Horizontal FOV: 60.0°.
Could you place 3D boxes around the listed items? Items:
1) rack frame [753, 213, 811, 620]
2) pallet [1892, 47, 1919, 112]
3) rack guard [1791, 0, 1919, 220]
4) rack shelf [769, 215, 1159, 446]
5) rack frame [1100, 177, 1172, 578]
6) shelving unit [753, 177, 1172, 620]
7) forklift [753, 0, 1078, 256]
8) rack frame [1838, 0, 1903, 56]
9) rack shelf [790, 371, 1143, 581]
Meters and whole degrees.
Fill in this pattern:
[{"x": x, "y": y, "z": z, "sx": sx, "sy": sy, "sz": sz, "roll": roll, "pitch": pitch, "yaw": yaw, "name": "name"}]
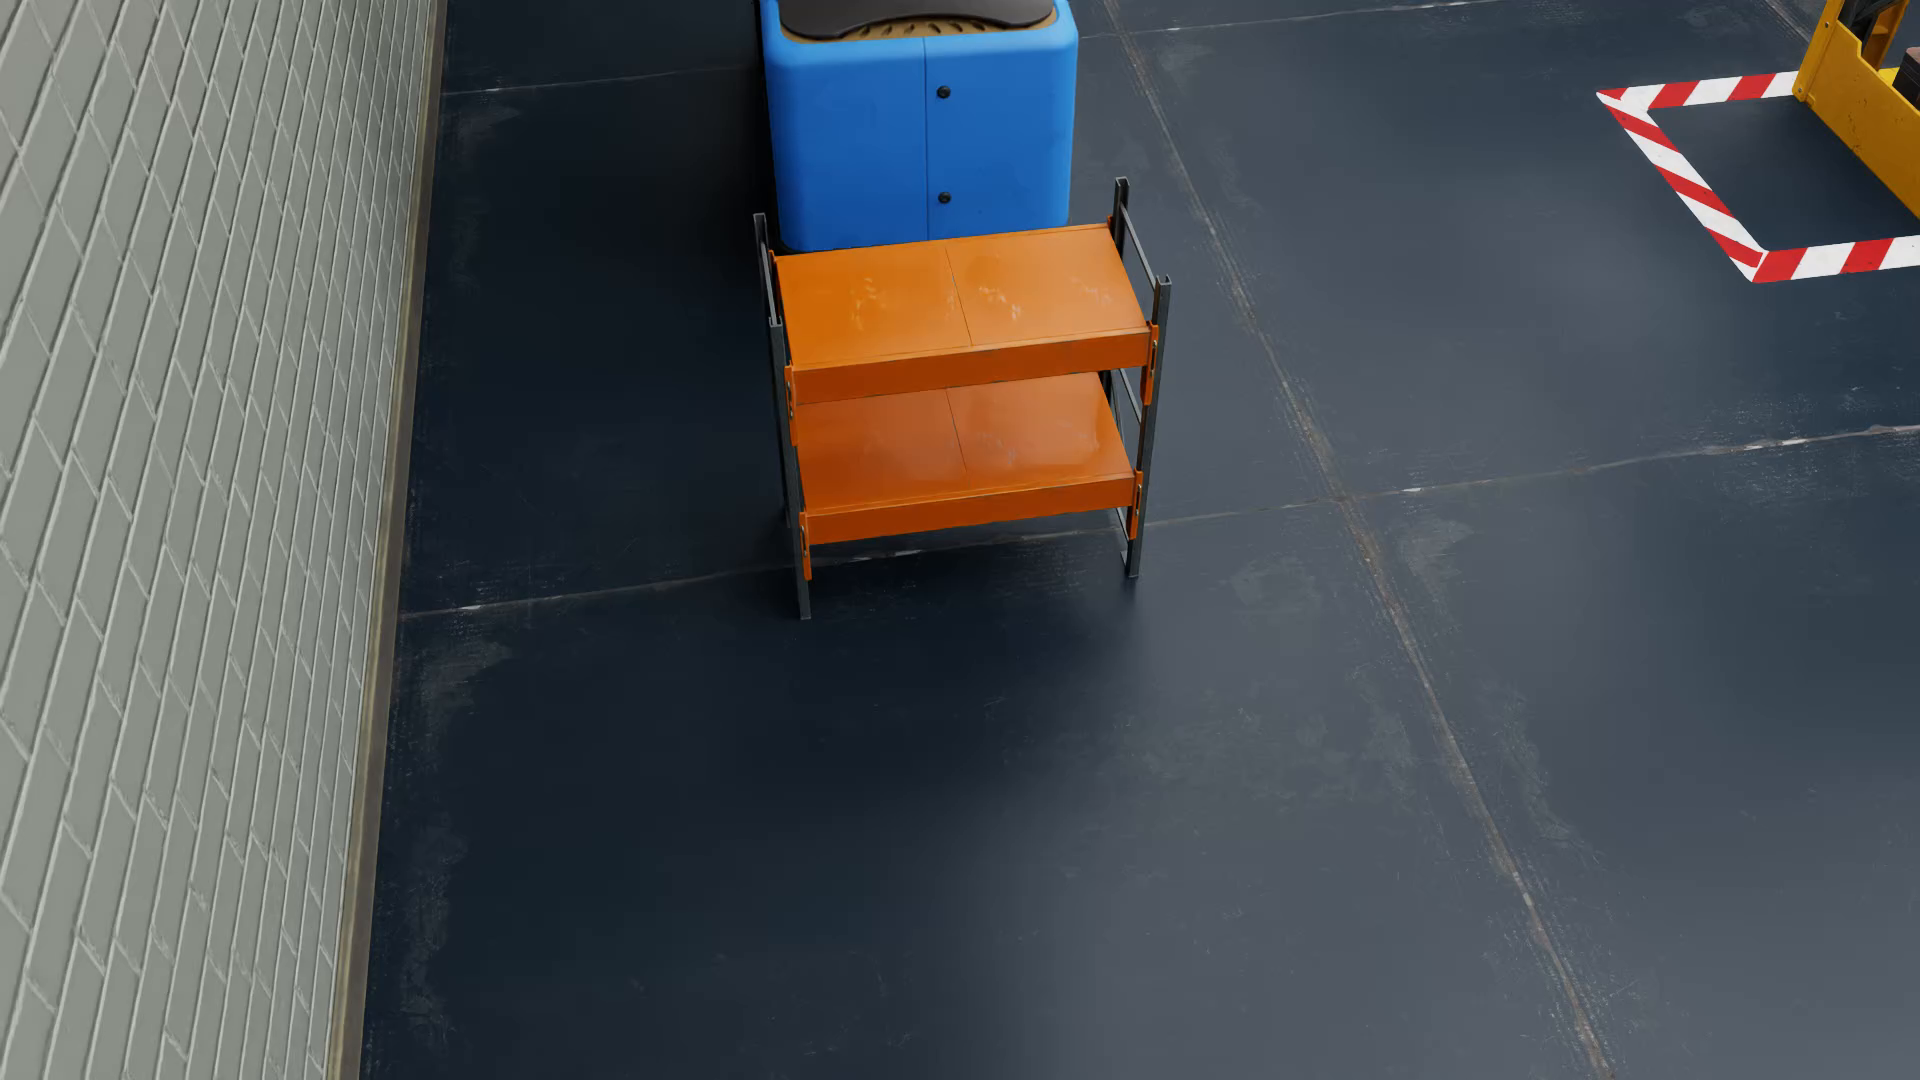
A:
[{"x": -0.508, "y": -0.327, "z": 4.784, "sx": 0.032, "sy": 1.125, "sz": 0.500, "roll": -7, "pitch": 46, "yaw": -7, "name": "rack frame"}, {"x": 4.611, "y": -1.697, "z": 6.739, "sx": 1.213, "sy": 0.211, "sz": 1.003, "roll": -7, "pitch": 46, "yaw": -7, "name": "pallet"}, {"x": 3.805, "y": -1.723, "z": 6.563, "sx": 0.348, "sy": 0.500, "sz": 1.175, "roll": -7, "pitch": 46, "yaw": -7, "name": "rack guard"}, {"x": -0.007, "y": -0.593, "z": 4.633, "sx": 1.000, "sy": 0.278, "sz": 0.538, "roll": -7, "pitch": 46, "yaw": -7, "name": "rack shelf"}, {"x": 0.494, "y": -0.452, "z": 4.904, "sx": 0.032, "sy": 1.125, "sz": 0.500, "roll": -7, "pitch": 46, "yaw": -7, "name": "rack frame"}, {"x": -0.007, "y": -0.389, "z": 4.844, "sx": 1.048, "sy": 1.125, "sz": 0.538, "roll": -7, "pitch": 46, "yaw": -7, "name": "shelving unit"}, {"x": -0.291, "y": -2.911, "z": 6.020, "sx": 1.130, "sy": 2.935, "sz": 3.031, "roll": -5, "pitch": 46, "yaw": -5, "name": "forklift"}, {"x": 3.730, "y": -2.581, "z": 5.654, "sx": 0.127, "sy": 3.000, "sz": 1.000, "roll": -7, "pitch": 46, "yaw": -7, "name": "rack frame"}, {"x": -0.007, "y": -0.220, "z": 5.020, "sx": 1.000, "sy": 0.278, "sz": 0.538, "roll": -7, "pitch": 46, "yaw": -7, "name": "rack shelf"}]
